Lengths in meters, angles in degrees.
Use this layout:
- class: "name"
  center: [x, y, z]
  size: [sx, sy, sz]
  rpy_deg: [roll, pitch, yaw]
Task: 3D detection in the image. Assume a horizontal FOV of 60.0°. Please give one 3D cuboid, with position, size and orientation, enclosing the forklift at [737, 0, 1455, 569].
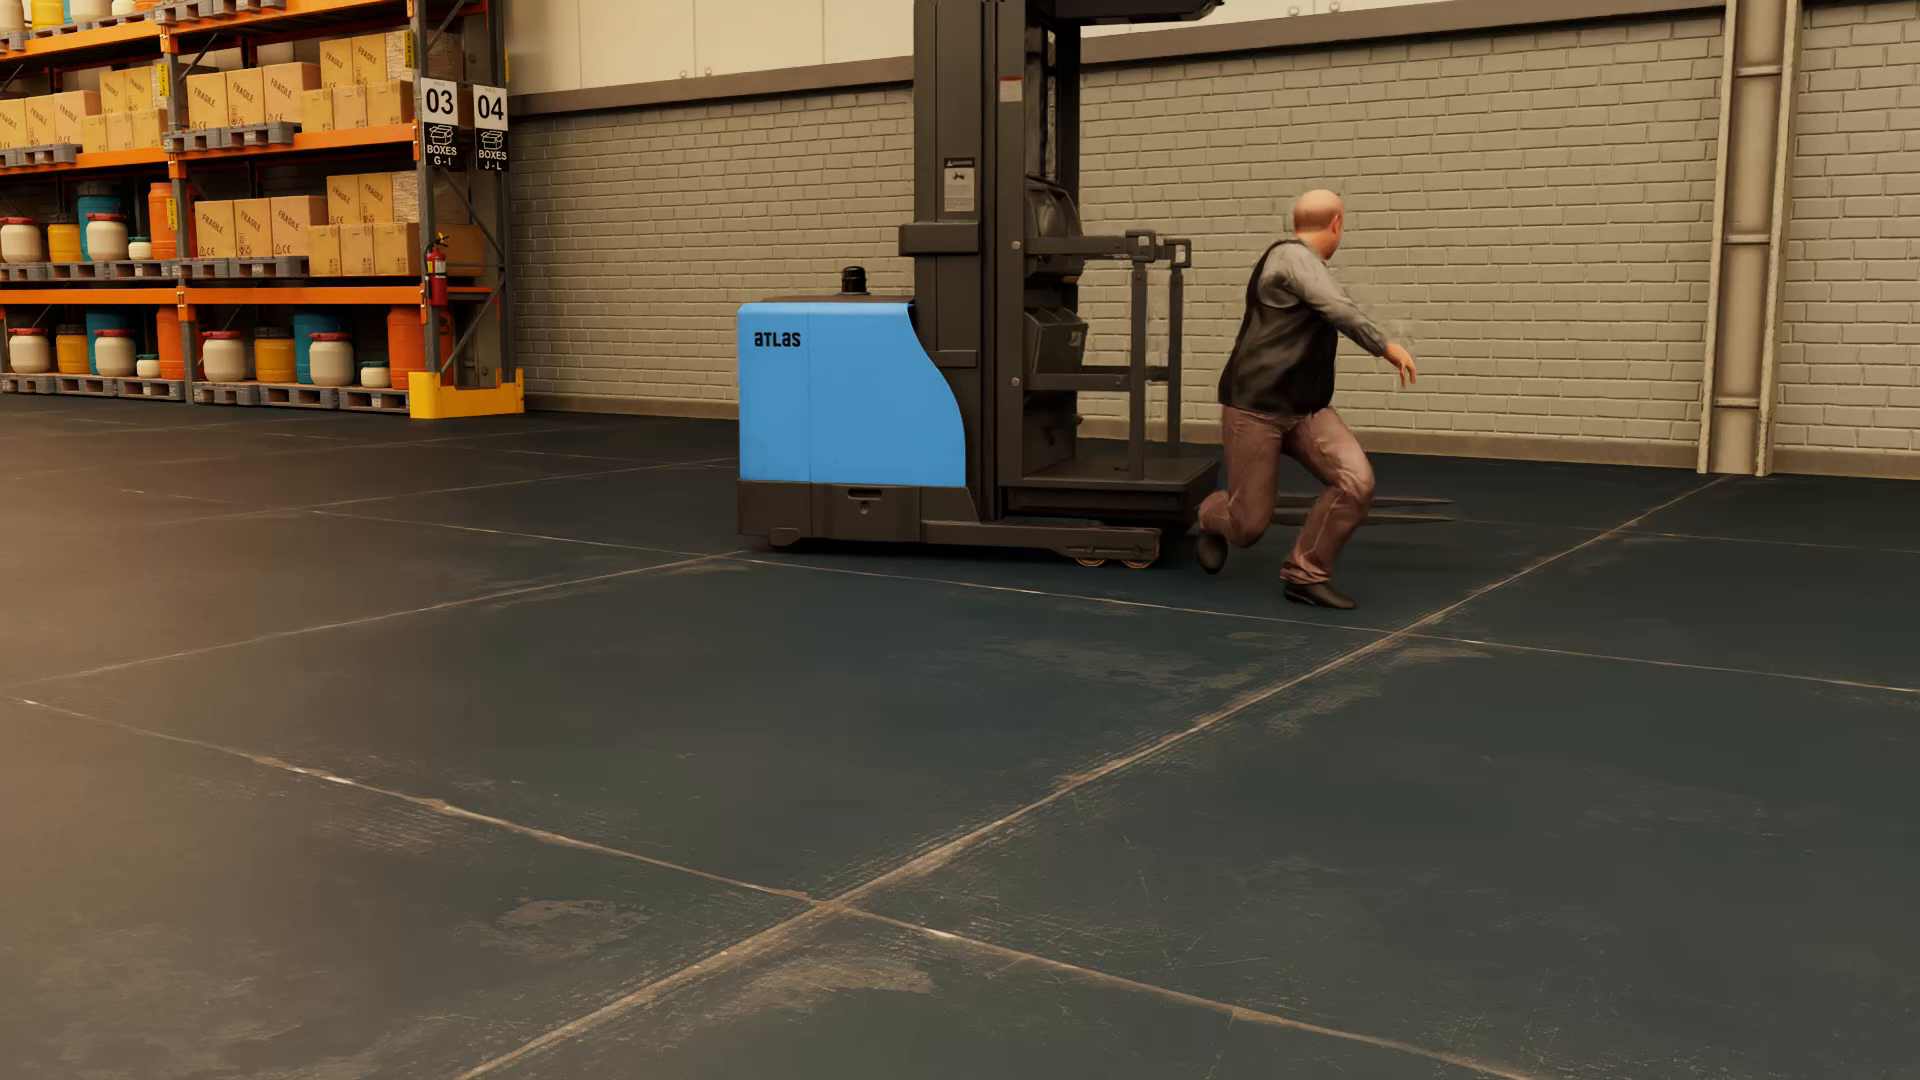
- class: "forklift"
  center: [0.598, -1.416, 7.147]
  size: [3.031, 2.935, 1.130]
  rpy_deg: [2, 8, 16]

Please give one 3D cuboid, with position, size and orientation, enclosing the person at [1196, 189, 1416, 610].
- class: "person"
  center: [1.204, -0.524, 6.118]
  size: [0.639, 1.507, 0.880]
  rpy_deg: [-7, 10, -39]
